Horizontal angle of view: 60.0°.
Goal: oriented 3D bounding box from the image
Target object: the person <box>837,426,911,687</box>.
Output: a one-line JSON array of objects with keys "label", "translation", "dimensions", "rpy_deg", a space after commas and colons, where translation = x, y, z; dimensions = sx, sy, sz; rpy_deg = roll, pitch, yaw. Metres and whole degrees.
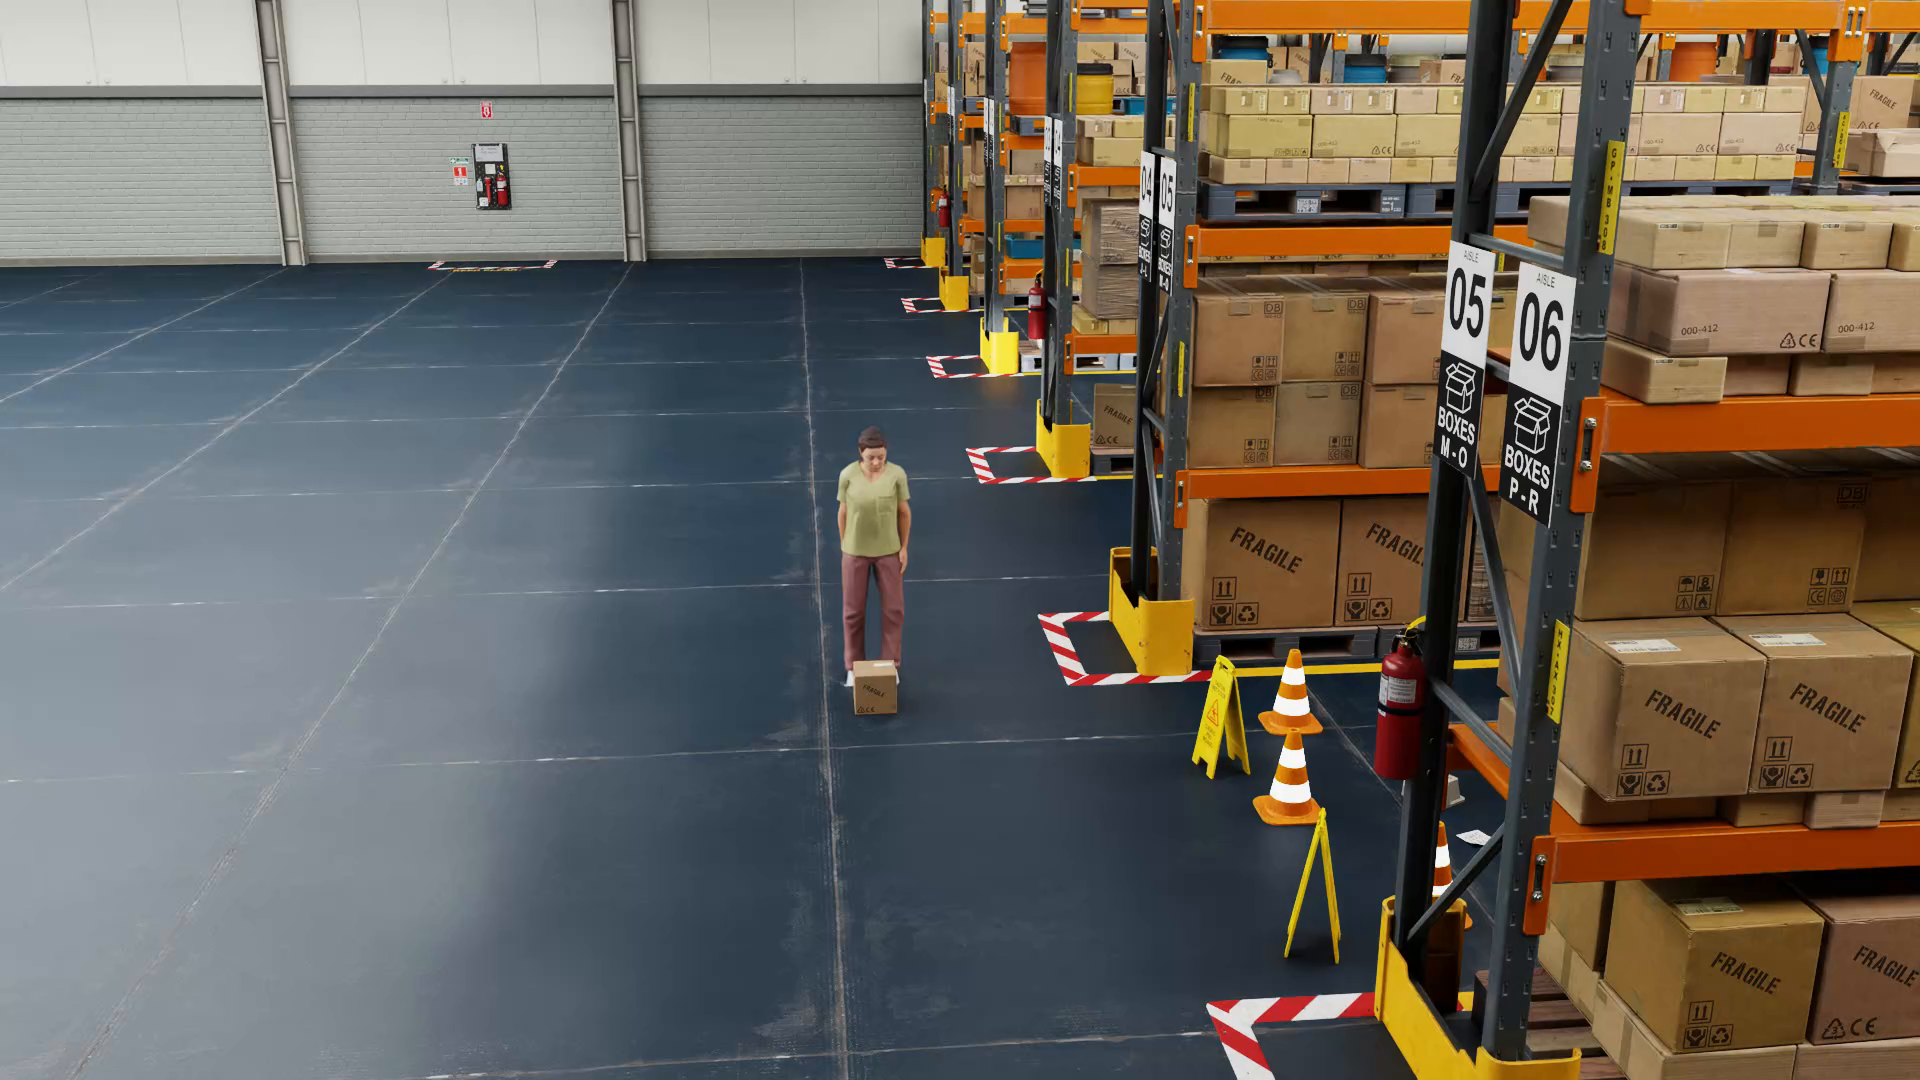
[{"label": "person", "translation": [-0.528, 0.090, 10.314], "dimensions": [0.458, 1.659, 0.351], "rpy_deg": [-1, 17, -4]}]
